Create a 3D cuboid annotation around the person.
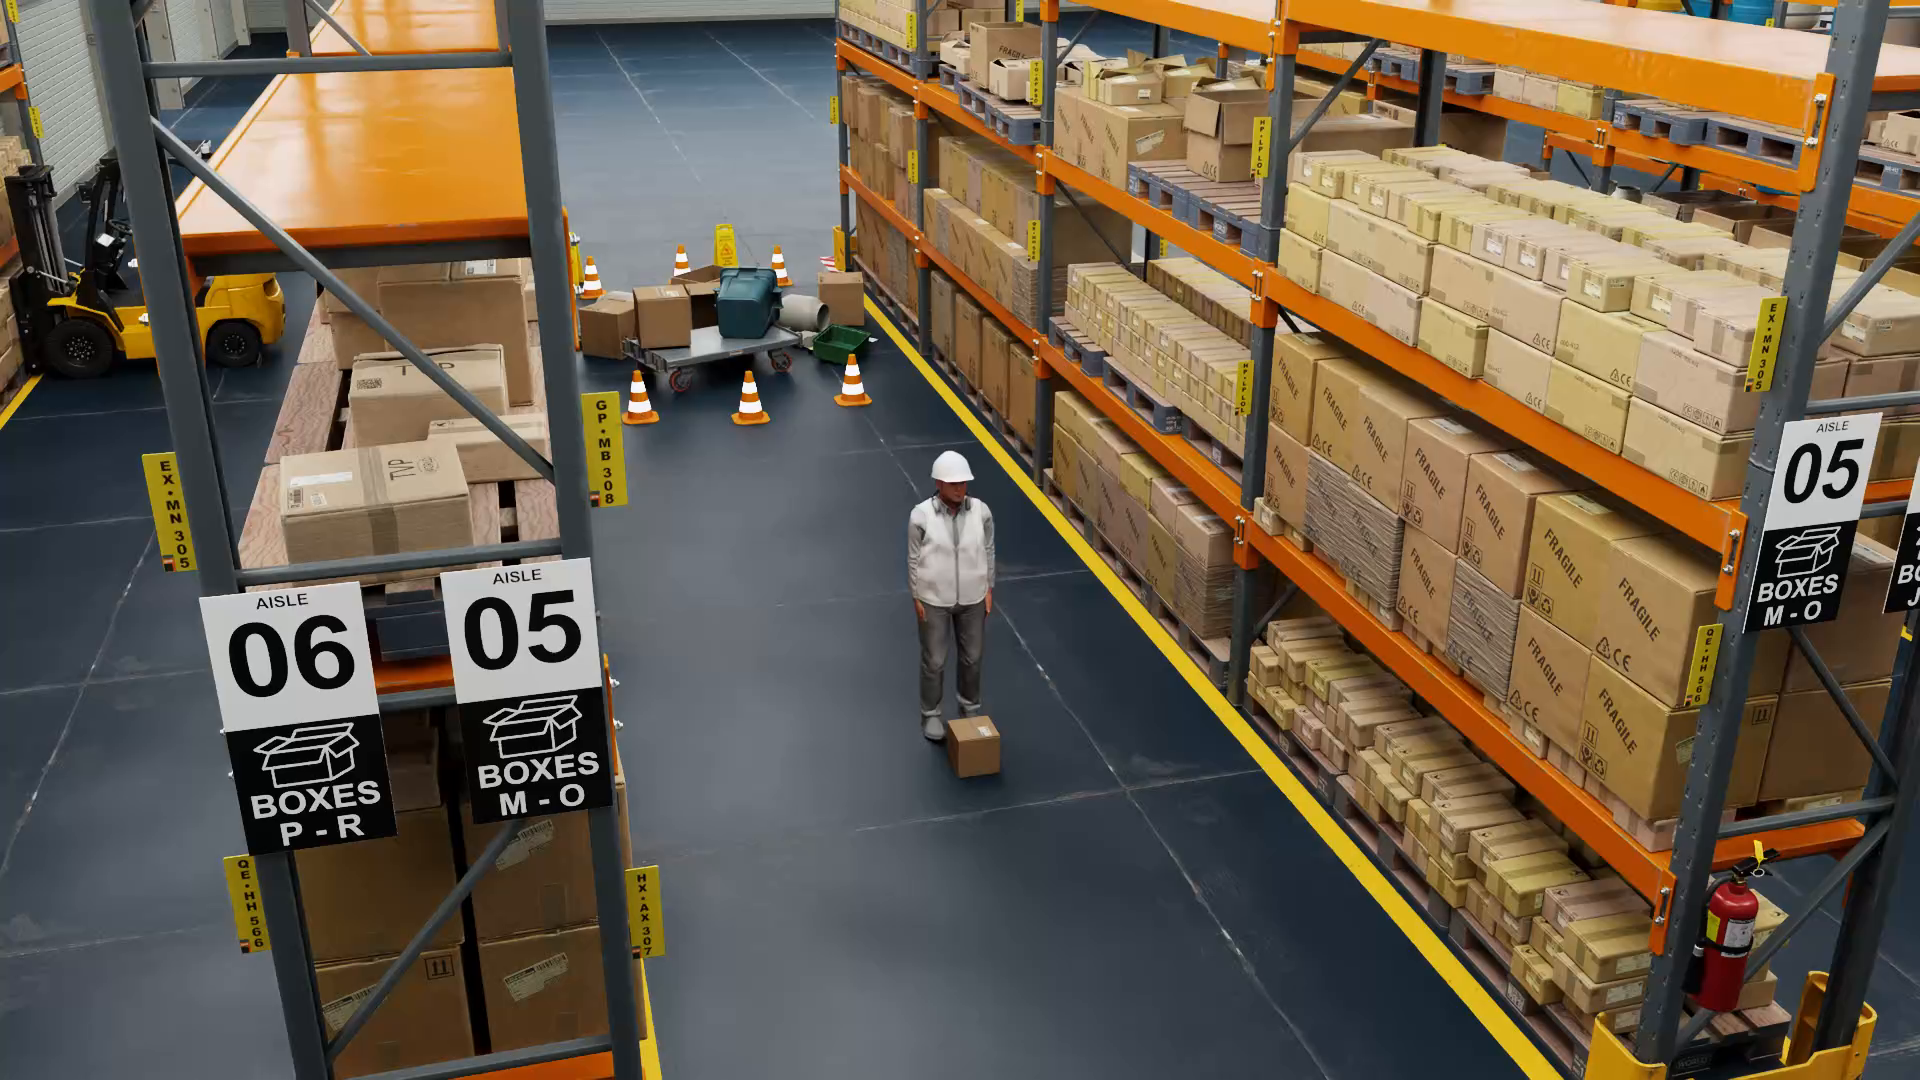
[{"bbox_3d":[-0.040,0.355,9.867,0.533,1.827,0.368,-6,23,-13],"label":"person"}]
